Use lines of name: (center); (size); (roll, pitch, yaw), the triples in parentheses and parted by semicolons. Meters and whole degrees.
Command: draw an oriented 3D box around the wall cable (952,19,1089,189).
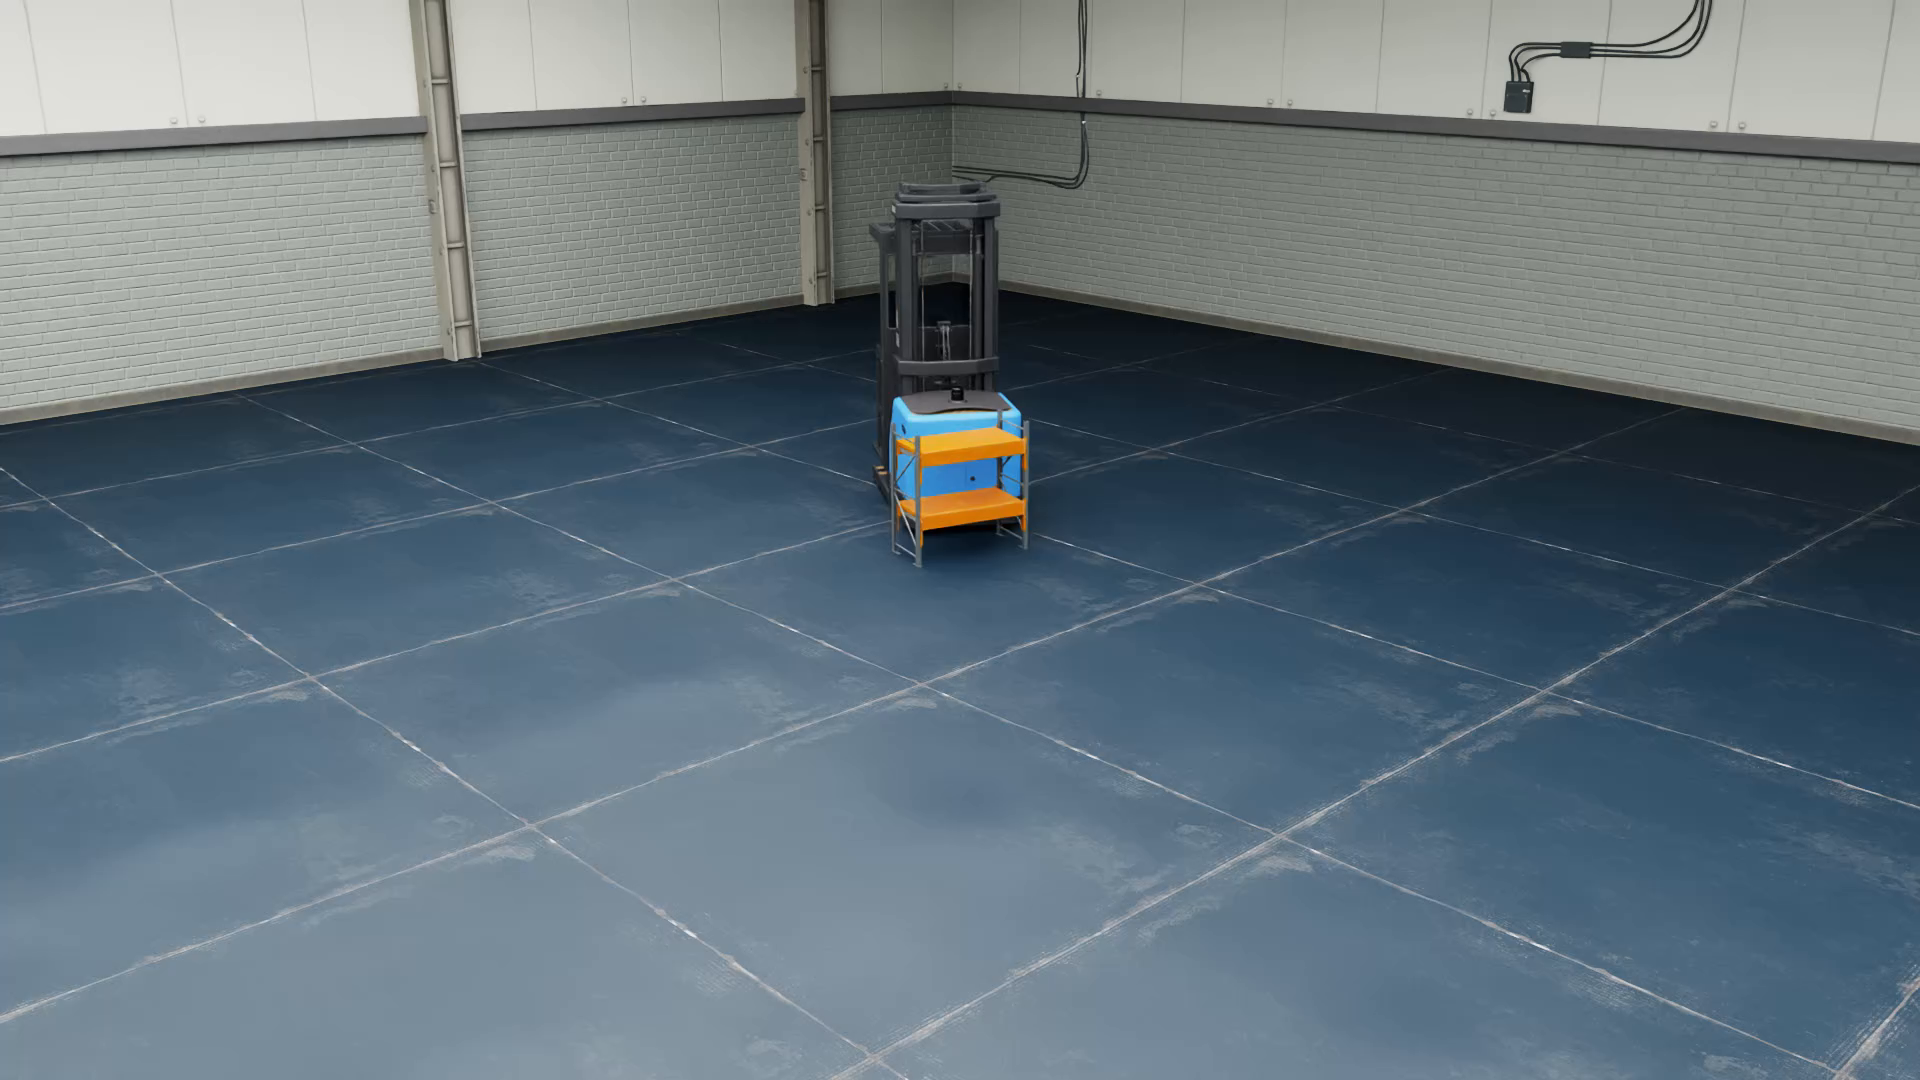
wall cable: (0.857, -6.808, 25.925); (0.112, 2.526, 3.097); (-16, 24, -41)

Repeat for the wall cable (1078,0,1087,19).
wall cable: (2.715, -8.604, 23.277); (0.112, 2.526, 3.097); (-16, 24, -41)

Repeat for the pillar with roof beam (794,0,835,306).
pillar with roof beam: (0.765, -6.992, 21.460); (0.400, 9.000, 9.100); (-16, 24, -41)

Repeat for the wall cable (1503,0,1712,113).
wall cable: (7.368, -7.772, 18.350); (0.169, 6.003, 2.305); (-16, 24, -41)

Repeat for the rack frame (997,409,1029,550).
rack frame: (0.451, -0.518, 14.260); (0.032, 1.125, 0.500); (-9, 20, -26)

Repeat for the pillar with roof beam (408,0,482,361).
pillar with roof beam: (-3.594, -5.721, 17.538); (0.400, 9.000, 9.100); (-16, 24, -41)

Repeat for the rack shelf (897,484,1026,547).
rack shelf: (0.000, -0.213, 14.111); (1.000, 0.278, 0.538); (-9, 20, -26)

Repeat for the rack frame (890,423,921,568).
rack frame: (-0.450, -0.373, 13.811); (0.032, 1.125, 0.500); (-9, 20, -26)

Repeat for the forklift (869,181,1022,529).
forklift: (-0.239, -1.905, 15.608); (1.130, 2.935, 3.031); (-3, 18, -11)

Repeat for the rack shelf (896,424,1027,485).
rack shelf: (0.000, -0.724, 13.945); (1.000, 0.278, 0.538); (-9, 20, -26)

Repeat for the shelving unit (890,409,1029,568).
shelving unit: (0.000, -0.446, 14.035); (1.048, 1.125, 0.538); (-9, 20, -26)
